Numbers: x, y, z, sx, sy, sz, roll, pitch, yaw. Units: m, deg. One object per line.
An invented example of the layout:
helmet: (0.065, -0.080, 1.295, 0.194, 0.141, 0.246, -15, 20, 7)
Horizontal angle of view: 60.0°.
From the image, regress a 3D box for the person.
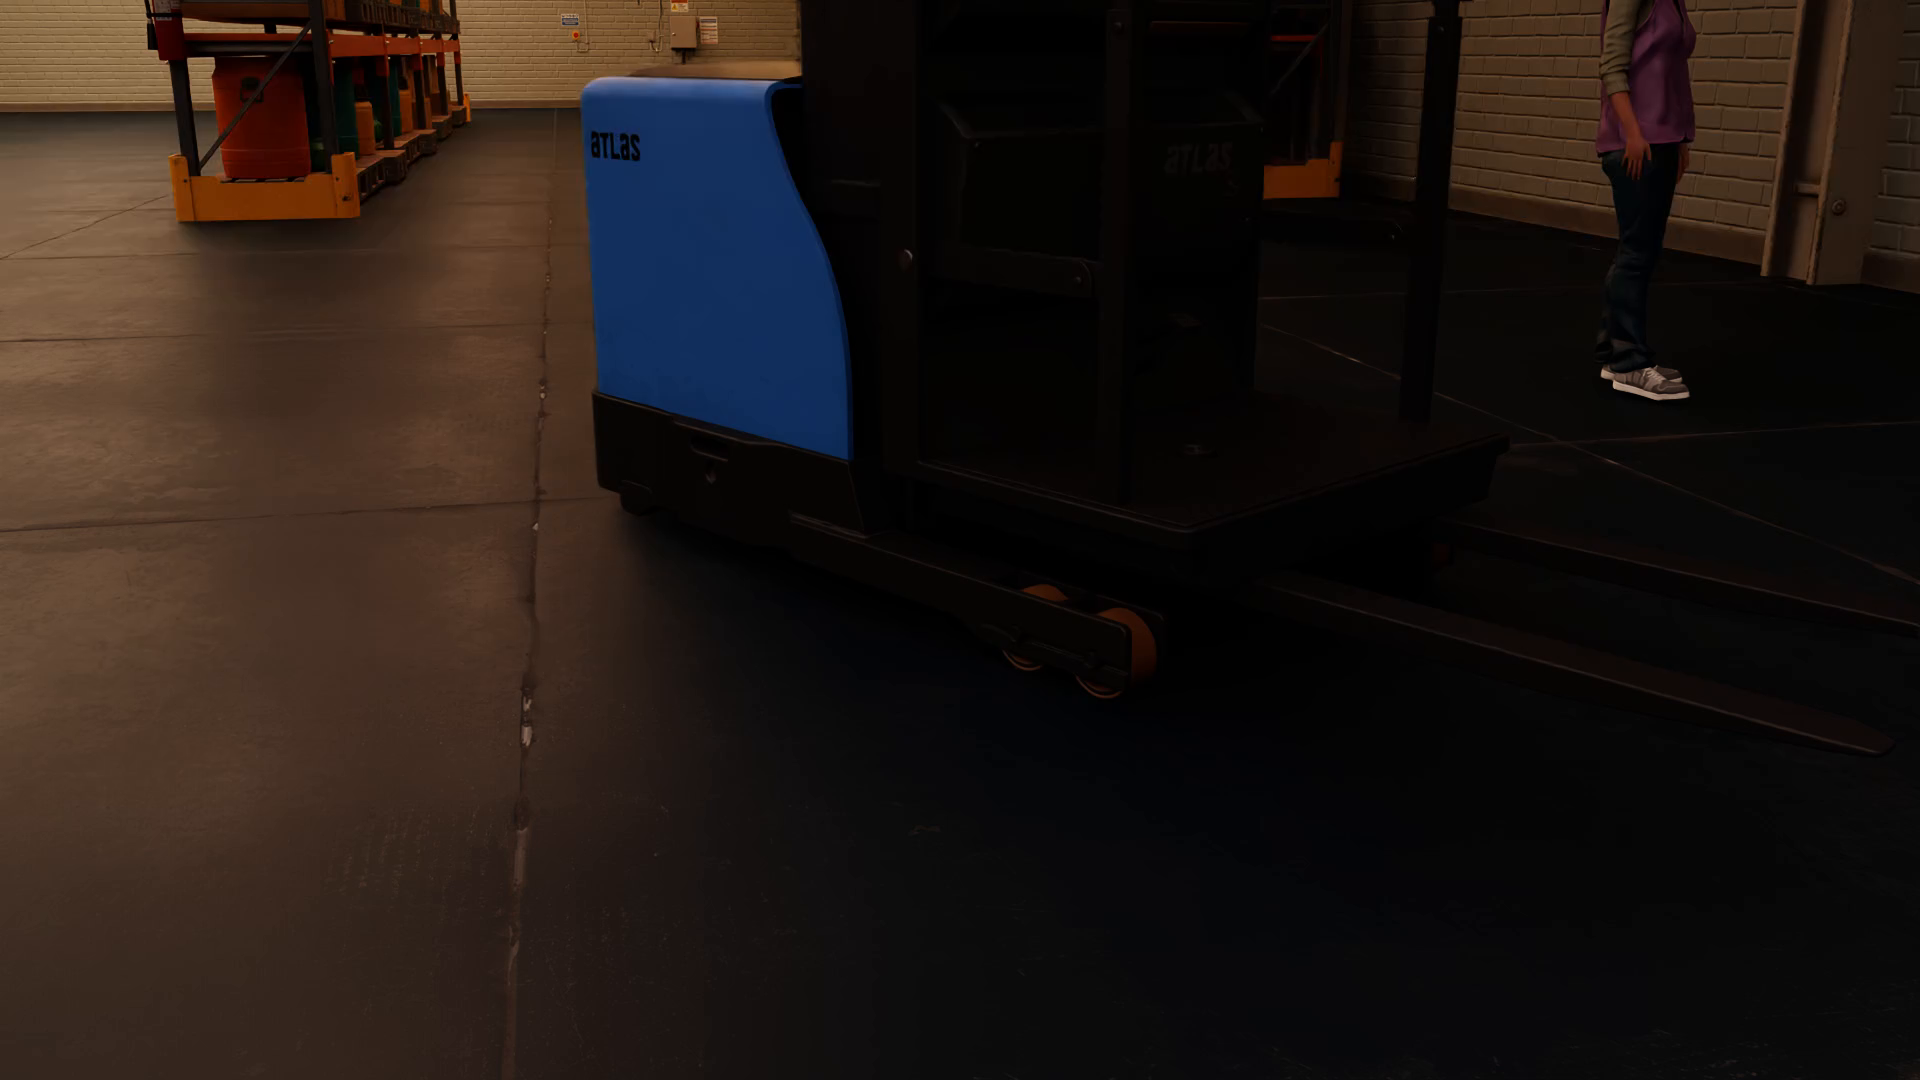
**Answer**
person: (2.373, -1.305, 5.582, 0.476, 1.598, 0.517, 14, 21, 39)

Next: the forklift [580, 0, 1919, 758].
forklift: (0.449, -1.279, 3.172, 1.130, 2.935, 3.031, -15, 22, -41)
